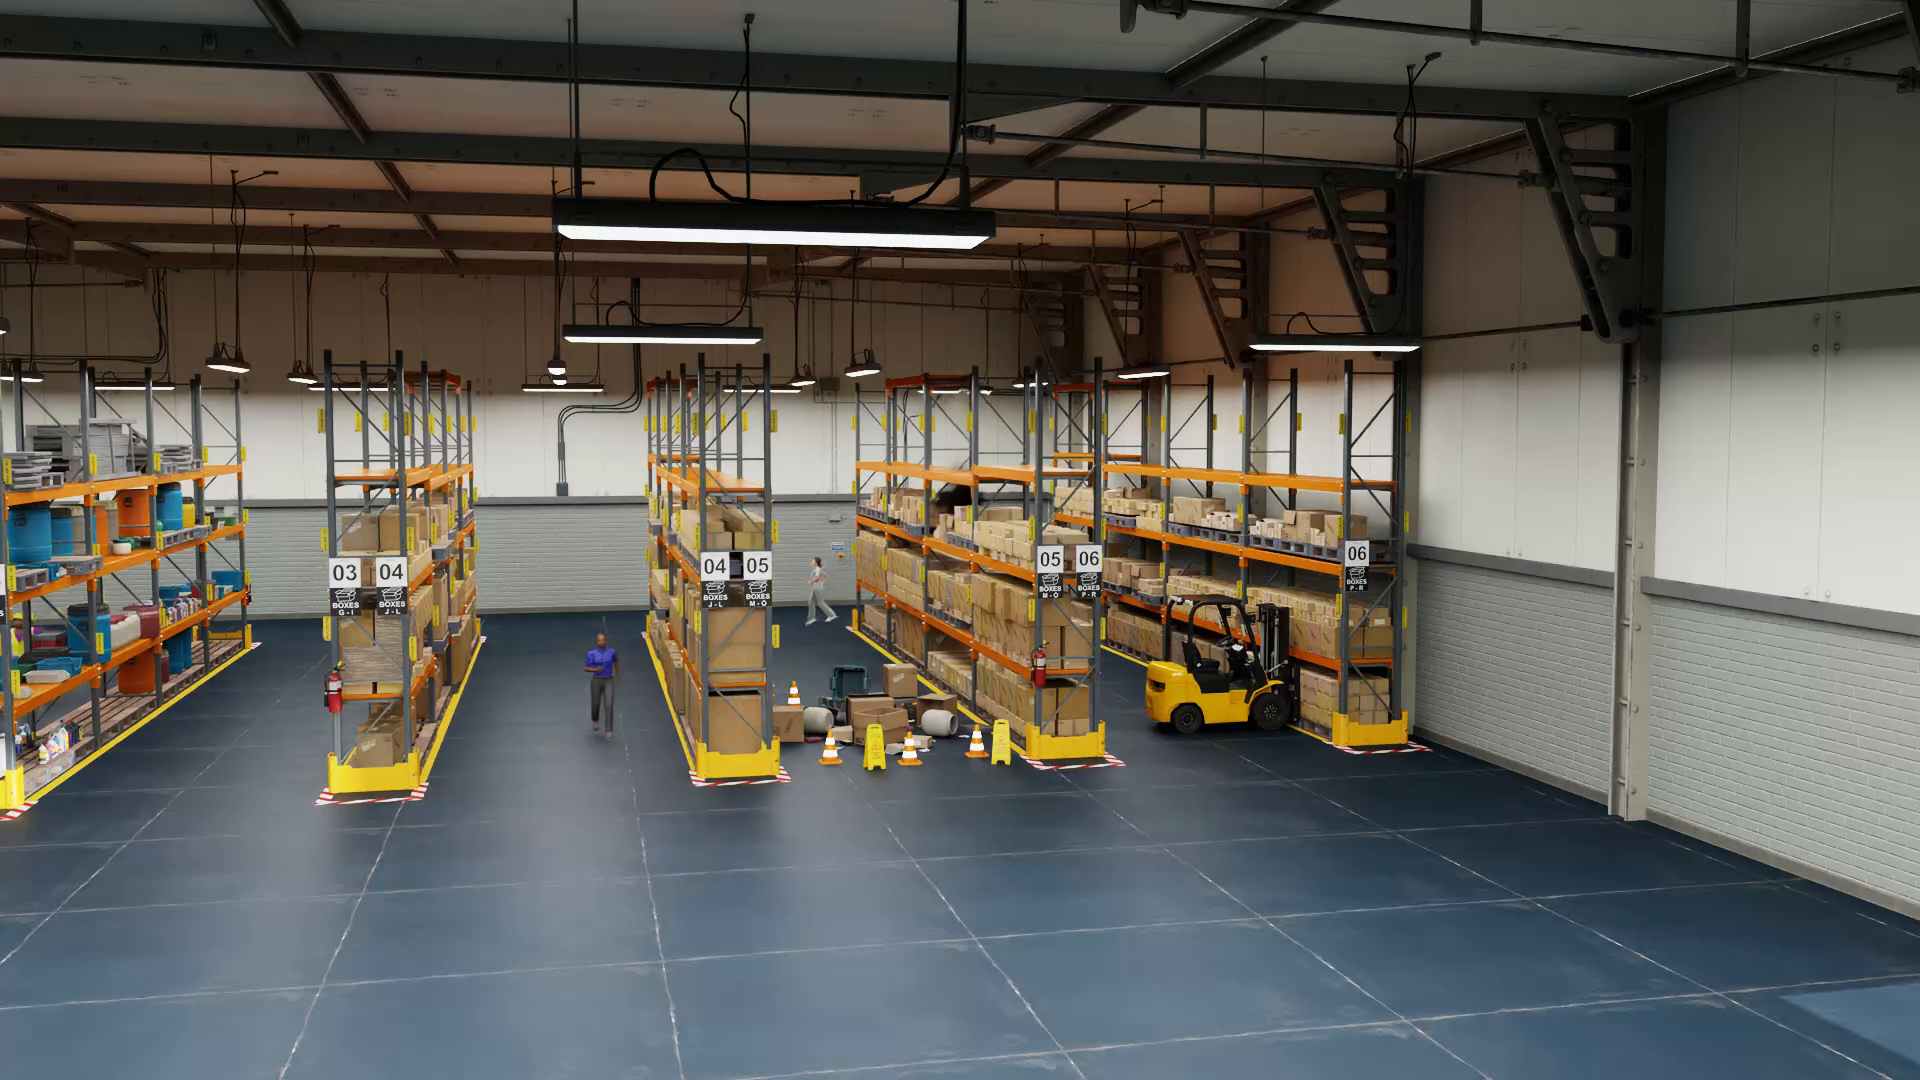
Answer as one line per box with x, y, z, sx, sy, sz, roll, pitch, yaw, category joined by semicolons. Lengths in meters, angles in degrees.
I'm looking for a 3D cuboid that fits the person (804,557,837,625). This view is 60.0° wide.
-3.500;1.281;41.498;0.783;1.713;0.558;0;4;-4;person

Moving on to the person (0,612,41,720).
-16.060;2.136;28.462;0.720;1.834;0.787;-1;4;-14;person

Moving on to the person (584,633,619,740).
-5.702;2.309;26.536;0.575;1.645;0.894;-1;4;-18;person
